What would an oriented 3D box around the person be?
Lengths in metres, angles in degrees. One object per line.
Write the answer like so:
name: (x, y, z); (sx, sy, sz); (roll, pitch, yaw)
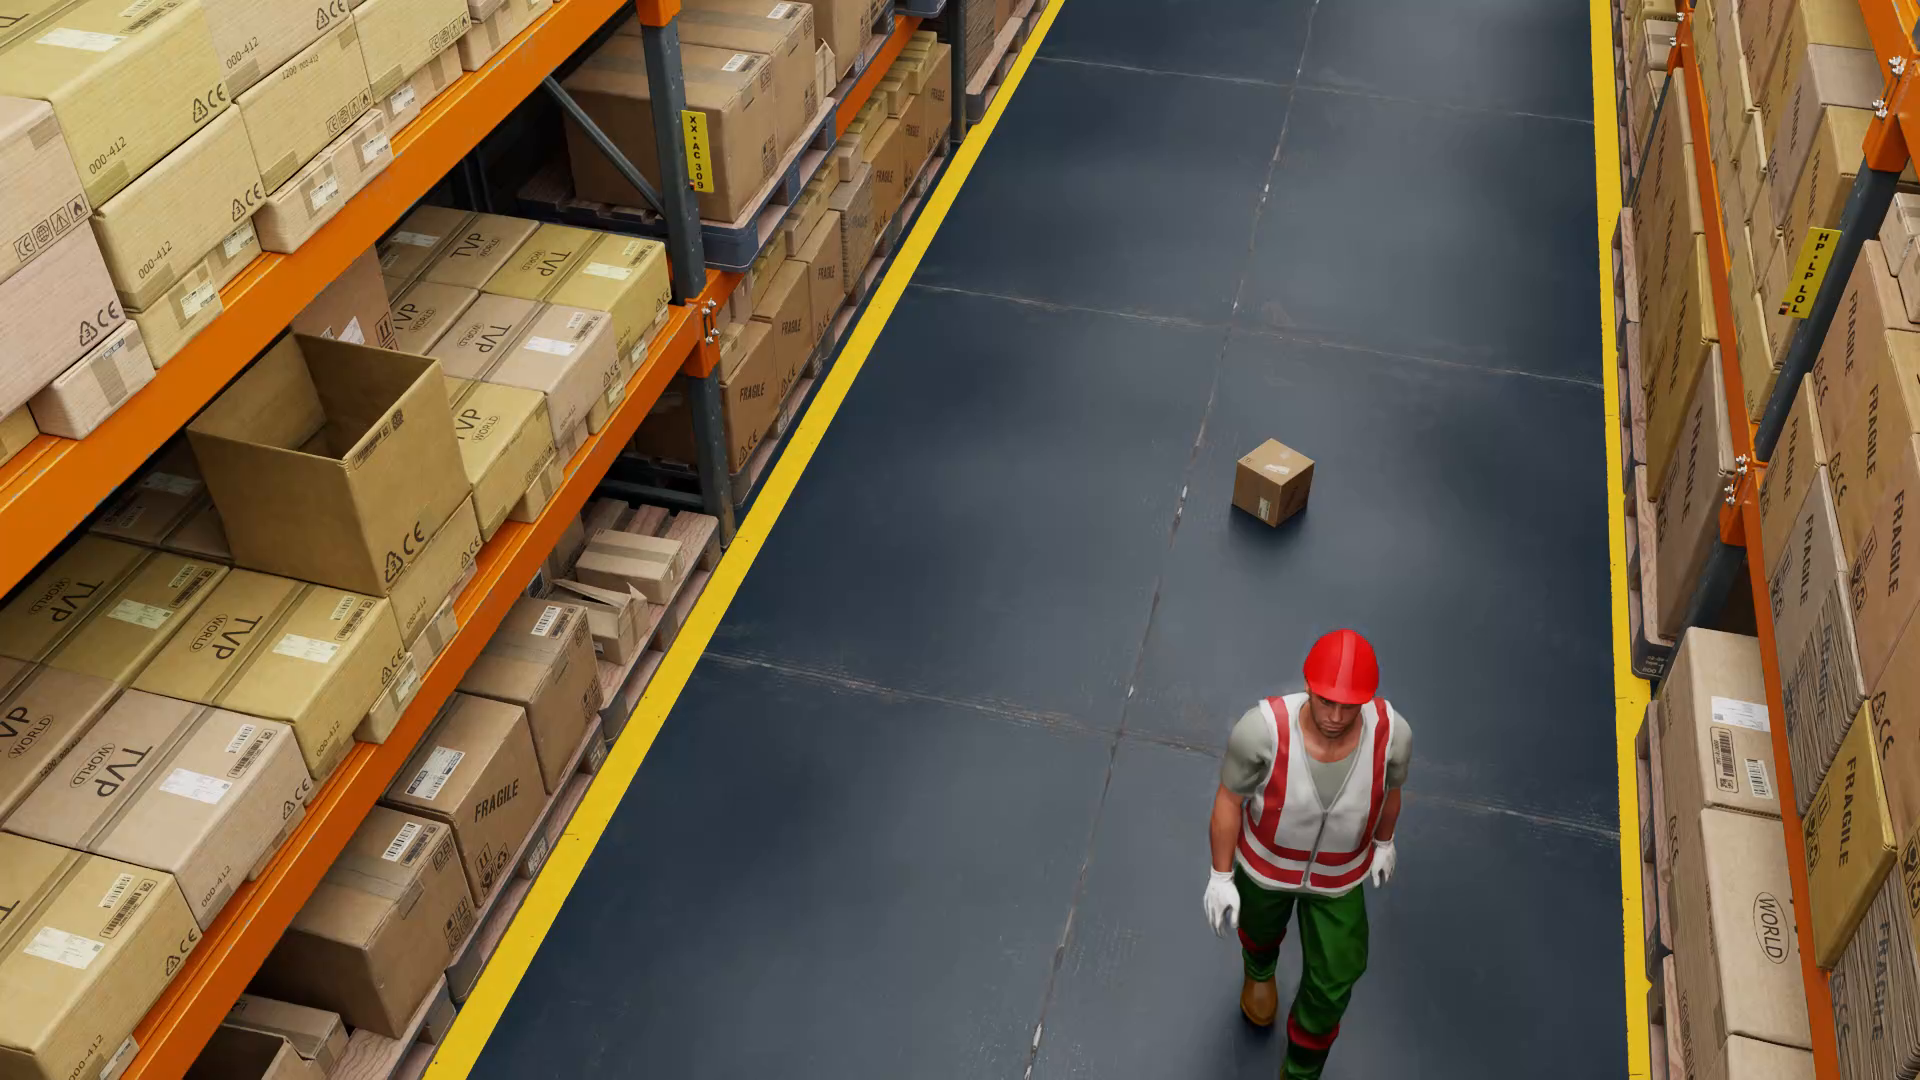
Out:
person: (1.020, 1.026, 4.954); (0.591, 1.833, 0.704); (5, 41, 5)
